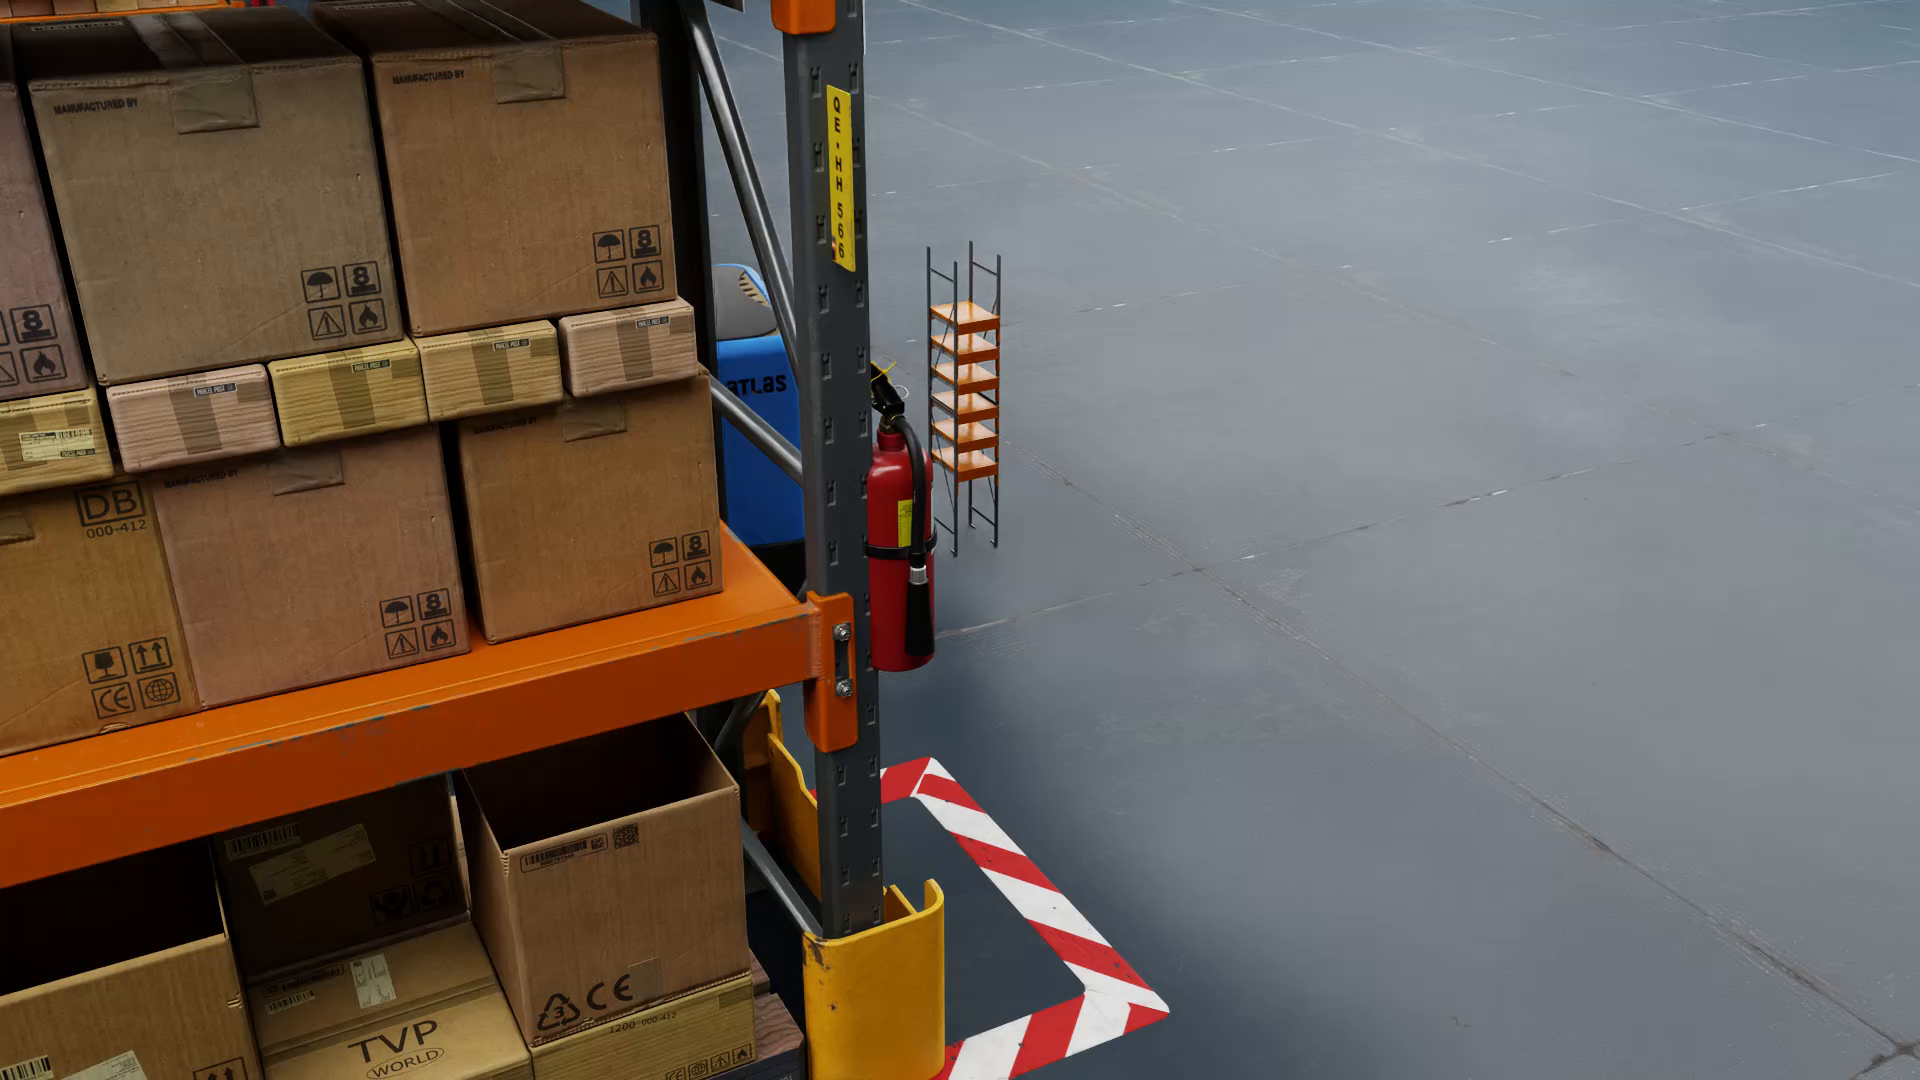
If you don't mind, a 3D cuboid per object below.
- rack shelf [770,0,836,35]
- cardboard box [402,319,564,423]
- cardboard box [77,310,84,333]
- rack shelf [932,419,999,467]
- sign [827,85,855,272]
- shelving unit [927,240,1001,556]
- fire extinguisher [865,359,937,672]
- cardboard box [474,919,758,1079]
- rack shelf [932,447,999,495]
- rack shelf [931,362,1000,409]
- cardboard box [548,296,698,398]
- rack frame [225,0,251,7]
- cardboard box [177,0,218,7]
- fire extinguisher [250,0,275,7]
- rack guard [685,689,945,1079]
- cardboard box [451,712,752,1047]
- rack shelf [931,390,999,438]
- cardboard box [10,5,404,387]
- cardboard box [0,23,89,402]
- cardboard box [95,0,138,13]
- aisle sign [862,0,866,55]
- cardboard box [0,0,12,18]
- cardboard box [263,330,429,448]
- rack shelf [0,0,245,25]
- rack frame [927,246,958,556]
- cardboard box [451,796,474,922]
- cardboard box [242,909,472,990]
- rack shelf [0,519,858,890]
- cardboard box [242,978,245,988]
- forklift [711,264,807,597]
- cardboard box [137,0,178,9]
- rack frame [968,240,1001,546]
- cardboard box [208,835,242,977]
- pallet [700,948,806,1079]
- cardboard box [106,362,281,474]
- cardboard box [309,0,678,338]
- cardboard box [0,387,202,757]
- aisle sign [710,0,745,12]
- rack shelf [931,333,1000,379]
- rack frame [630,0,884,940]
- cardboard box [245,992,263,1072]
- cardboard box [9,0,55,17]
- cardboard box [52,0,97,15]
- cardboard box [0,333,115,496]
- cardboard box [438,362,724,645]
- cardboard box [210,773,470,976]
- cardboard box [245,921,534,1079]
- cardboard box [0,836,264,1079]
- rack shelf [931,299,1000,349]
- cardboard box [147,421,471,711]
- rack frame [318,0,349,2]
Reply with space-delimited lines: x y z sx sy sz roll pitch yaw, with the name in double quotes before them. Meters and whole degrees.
"rack shelf" -2.227 -0.863 2.447 4.000 0.370 1.077 -13 29 -25
"cardboard box" -0.940 -0.375 3.201 0.250 0.149 0.380 -12 28 -24
"cardboard box" -1.820 -0.371 3.192 0.250 0.149 0.380 -14 29 -27
"rack shelf" 0.013 -0.396 6.568 0.180 0.103 0.258 -13 29 -25
"sign" -0.219 -0.661 3.049 0.005 0.325 0.100 -13 29 -25
"shelving unit" 0.013 -0.544 6.496 0.189 1.200 0.258 -13 29 -25
"fire extinguisher" -0.139 -0.054 3.486 0.183 0.674 0.296 -13 29 -25
"cardboard box" -0.796 1.030 3.831 0.500 0.250 0.500 -13 29 -25
"rack shelf" 0.013 -0.287 6.620 0.180 0.103 0.258 -13 29 -25
"rack shelf" 0.013 -0.612 6.464 0.180 0.103 0.258 -13 29 -25
"cardboard box" -0.710 -0.429 3.313 0.250 0.149 0.380 -14 29 -26
"rack frame" -5.121 -4.026 11.670 0.127 3.000 1.000 -13 29 -25
"cardboard box" -5.275 -3.776 11.440 0.250 0.149 0.380 -13 29 -25
"fire extinguisher" -4.803 -3.839 11.369 0.183 0.674 0.296 -13 29 -25
"rack guard" -0.441 0.880 4.340 0.348 0.500 1.175 -13 29 -25
"cardboard box" -0.795 0.693 3.667 0.500 0.500 0.500 -13 29 -25
"rack shelf" 0.013 -0.504 6.516 0.180 0.103 0.258 -13 29 -25
"cardboard box" -1.388 -0.662 3.049 0.500 0.500 0.700 -14 29 -26
"cardboard box" -1.833 -0.559 2.834 0.500 0.500 0.700 -13 28 -25
"cardboard box" -5.692 -3.655 11.187 0.250 0.149 0.380 -13 29 -25
"aisle sign" -0.266 -1.315 3.020 0.004 0.787 0.394 -13 29 -25
"cardboard box" -6.370 -3.515 10.896 0.250 0.149 0.380 -13 29 -25
"cardboard box" -1.166 -0.323 3.092 0.250 0.149 0.380 -13 29 -26
"rack shelf" -6.885 -3.295 10.978 4.000 0.370 1.077 -13 29 -25
"rack frame" -0.068 -0.525 6.458 0.006 1.200 0.240 -13 29 -25
"cardboard box" -1.040 0.832 4.243 0.500 0.250 0.500 -13 29 -25
"cardboard box" -1.480 0.936 4.028 0.500 0.250 0.500 -13 29 -25
"rack shelf" -2.227 0.489 3.096 4.000 0.370 1.077 -13 29 -25
"cardboard box" -1.921 1.037 3.816 0.500 0.250 0.500 -13 29 -25
"forklift" -2.080 -1.050 5.550 3.031 2.935 1.130 -9 27 -17
"cardboard box" -5.496 -3.725 11.334 0.250 0.149 0.380 -13 29 -25
"rack frame" 0.093 -0.562 6.535 0.006 1.200 0.240 -13 29 -25
"cardboard box" -1.916 0.704 3.644 0.500 0.500 0.500 -13 29 -25
"pallet" -1.117 1.187 4.035 1.213 0.211 1.003 -13 29 -25
"cardboard box" -1.389 -0.273 2.987 0.250 0.149 0.380 -13 28 -24
"cardboard box" -0.927 -0.771 3.276 0.500 0.500 0.700 -13 29 -25
"cardboard box" -1.782 0.011 3.147 0.500 0.500 0.700 -13 28 -25
"aisle sign" -0.548 -1.544 3.498 0.004 0.787 0.394 -13 29 -25
"rack shelf" 0.013 -0.720 6.412 0.180 0.103 0.258 -13 29 -25
"rack frame" -0.462 -0.242 3.789 0.127 3.000 1.000 -13 29 -25
"cardboard box" -1.672 1.239 3.395 0.500 0.250 0.500 -13 29 -25
"cardboard box" -6.160 -3.575 11.020 0.250 0.149 0.380 -13 29 -25
"cardboard box" -5.920 -3.610 11.093 0.250 0.149 0.380 -13 29 -25
"cardboard box" -1.620 -0.219 2.876 0.250 0.149 0.380 -12 28 -24
"cardboard box" -0.880 -0.197 3.579 0.500 0.500 0.700 -13 29 -25
"cardboard box" -1.480 0.597 3.867 0.500 0.500 0.500 -13 29 -25
"cardboard box" -1.232 1.136 3.609 0.500 0.250 0.500 -13 29 -25
"cardboard box" -1.671 0.902 3.231 0.500 0.500 0.500 -13 29 -25
"rack shelf" 0.013 -0.828 6.360 0.180 0.103 0.258 -13 29 -25
"cardboard box" -1.341 -0.088 3.353 0.500 0.500 0.700 -12 28 -24
"rack frame" -2.790 -2.135 7.730 0.127 3.000 1.000 -13 29 -25
